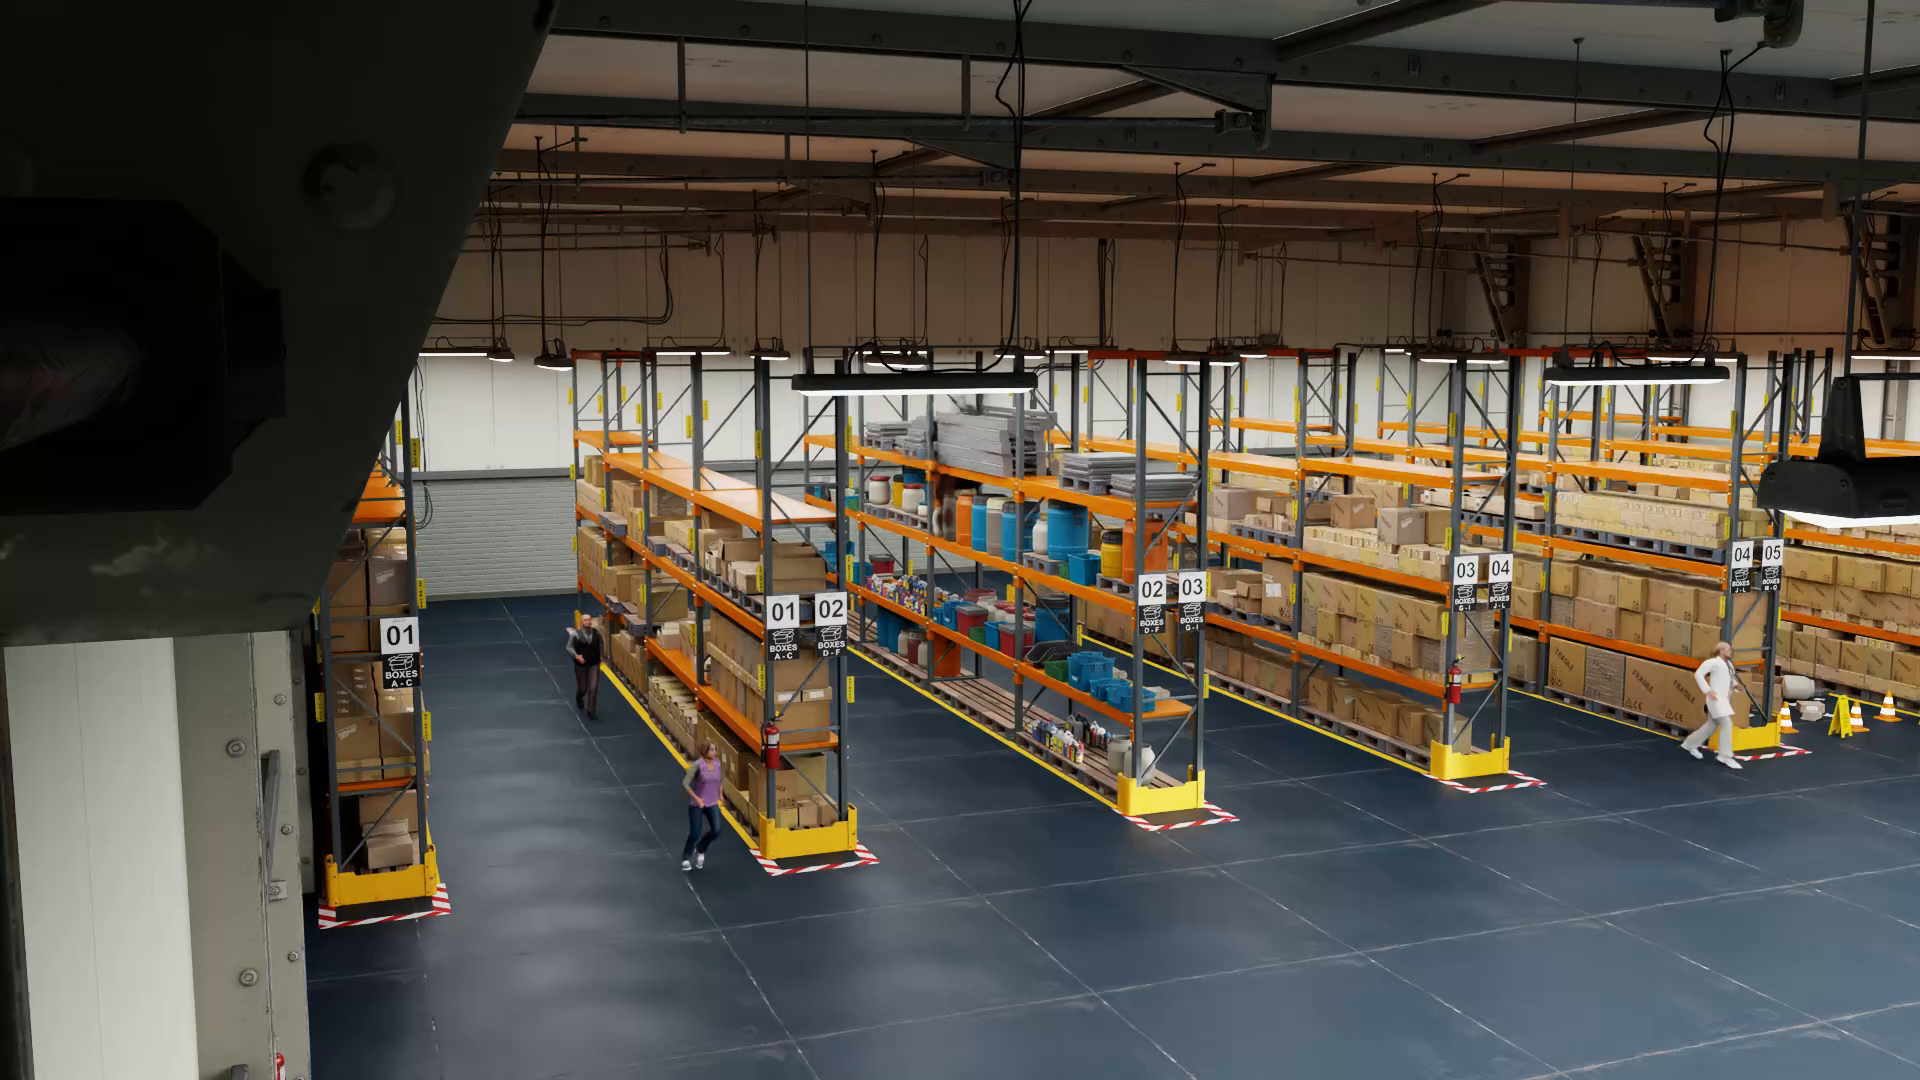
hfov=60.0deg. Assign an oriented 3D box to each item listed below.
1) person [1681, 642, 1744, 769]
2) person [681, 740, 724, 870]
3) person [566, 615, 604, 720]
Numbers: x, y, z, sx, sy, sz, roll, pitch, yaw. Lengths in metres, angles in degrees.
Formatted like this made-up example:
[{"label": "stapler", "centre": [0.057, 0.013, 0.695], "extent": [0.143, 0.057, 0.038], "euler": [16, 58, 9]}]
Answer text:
[{"label": "person", "centre": [11.217, 2.407, 24.619], "extent": [0.899, 1.802, 0.696], "euler": [6, 9, 40]}, {"label": "person", "centre": [-2.993, 3.128, 19.637], "extent": [0.602, 1.542, 0.539], "euler": [-5, 9, -34]}, {"label": "person", "centre": [-6.186, 2.076, 27.541], "extent": [0.665, 1.713, 0.821], "euler": [-3, 8, -25]}]
